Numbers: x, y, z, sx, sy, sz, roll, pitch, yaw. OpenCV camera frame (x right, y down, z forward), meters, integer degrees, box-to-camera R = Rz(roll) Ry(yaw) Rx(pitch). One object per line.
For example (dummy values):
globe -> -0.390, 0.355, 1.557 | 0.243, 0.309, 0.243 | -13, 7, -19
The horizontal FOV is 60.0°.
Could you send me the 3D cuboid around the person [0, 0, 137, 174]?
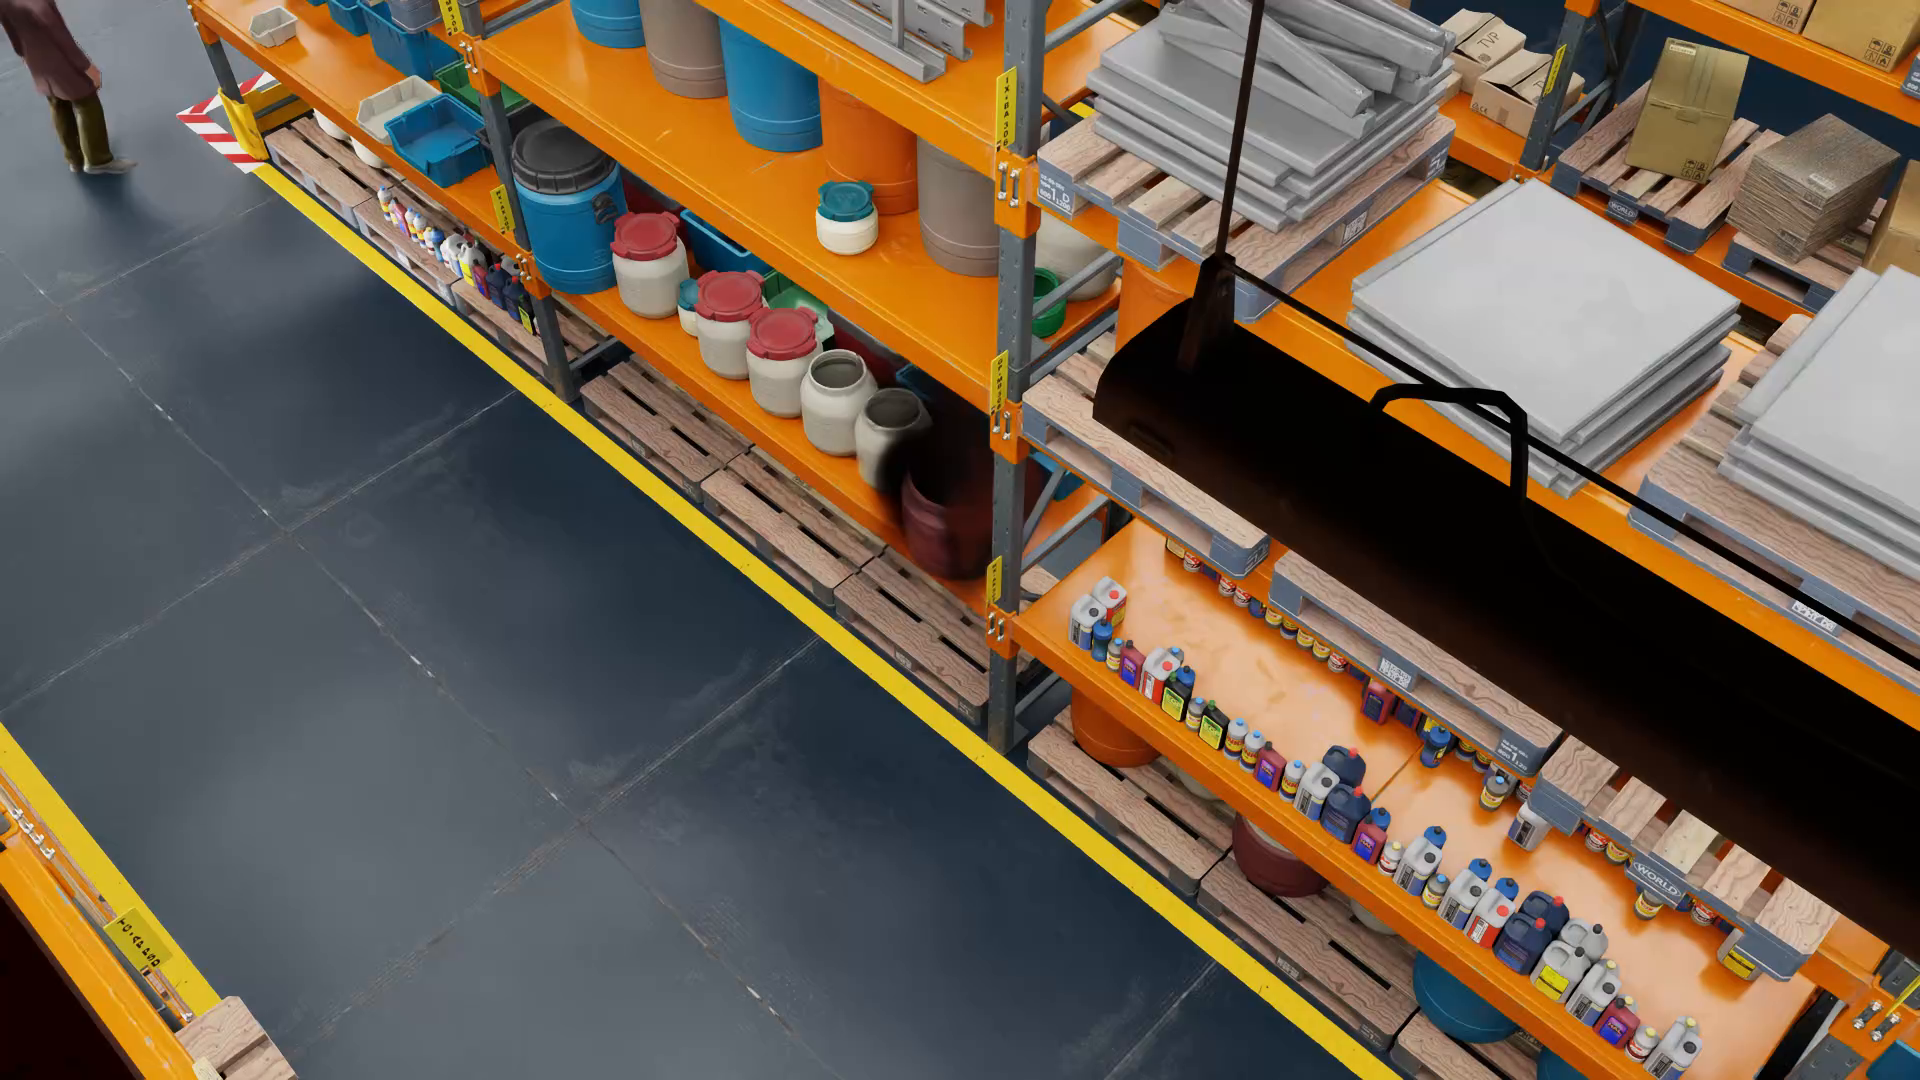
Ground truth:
person -> -6.620, -3.437, 12.184 | 0.696, 1.722, 0.394 | 19, 53, 15
